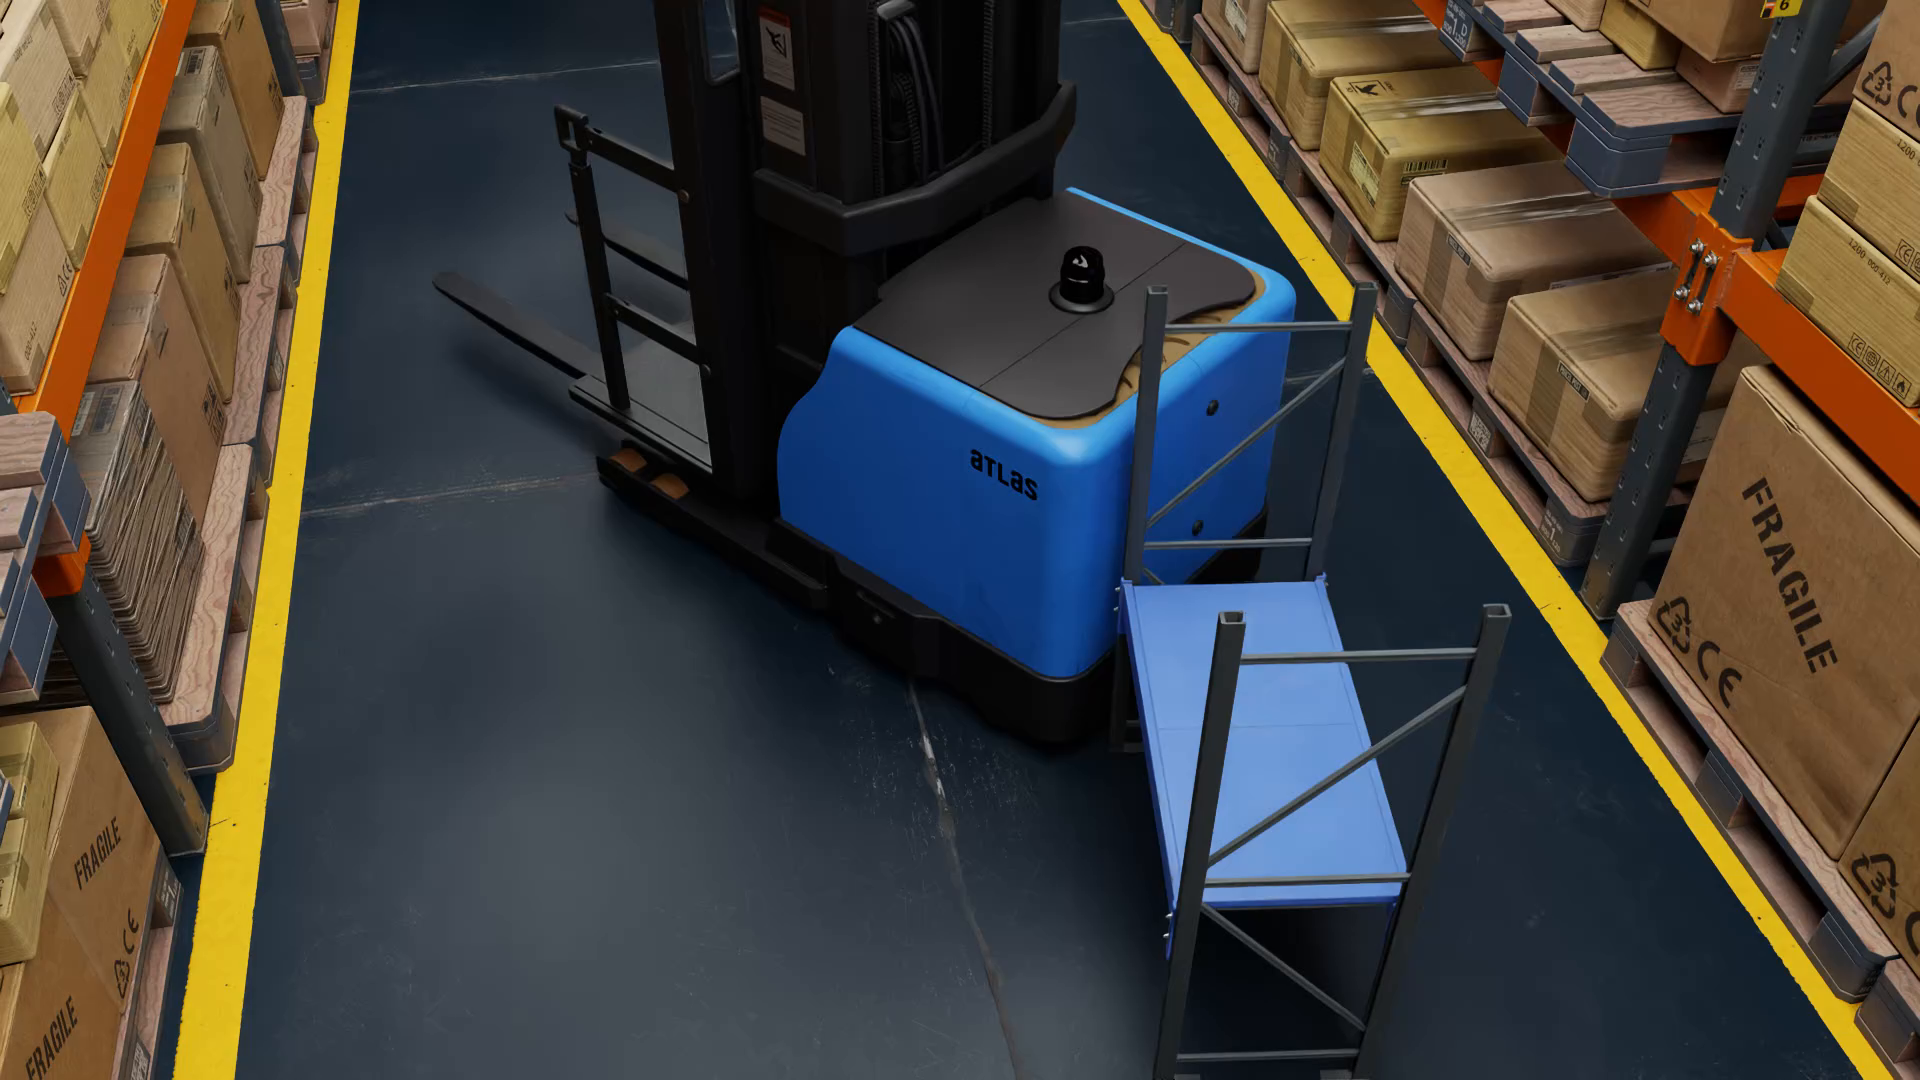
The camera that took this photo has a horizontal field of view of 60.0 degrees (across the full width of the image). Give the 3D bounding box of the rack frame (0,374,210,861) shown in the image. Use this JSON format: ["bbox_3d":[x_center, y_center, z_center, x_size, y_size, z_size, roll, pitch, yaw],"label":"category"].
[{"bbox_3d":[-2.466,-0.271,3.296,1.000,3.000,0.127,-8,42,-9],"label":"rack frame"}]

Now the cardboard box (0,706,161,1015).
[{"bbox_3d":[-2.165,0.750,3.712,0.500,0.500,0.500,-7,42,-8],"label":"cardboard box"}]

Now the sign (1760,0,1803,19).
[{"bbox_3d":[1.852,-1.304,3.647,0.100,0.325,0.005,-8,42,-9],"label":"sign"}]

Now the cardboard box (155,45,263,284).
[{"bbox_3d":[-3.046,-1.292,5.918,0.875,0.625,0.625,-9,42,-10],"label":"cardboard box"}]

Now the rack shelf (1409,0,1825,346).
[{"bbox_3d":[1.948,-2.012,5.799,1.077,0.370,4.000,-8,42,-9],"label":"rack shelf"}]

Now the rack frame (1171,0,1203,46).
[{"bbox_3d":[1.517,-3.577,7.021,1.000,3.000,0.127,-8,42,-9],"label":"rack frame"}]

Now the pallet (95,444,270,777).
[{"bbox_3d":[-2.606,0.233,4.829,1.003,0.211,1.213,-8,42,-9],"label":"pallet"}]

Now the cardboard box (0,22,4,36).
[{"bbox_3d":[-2.386,-1.135,3.706,0.380,0.149,0.250,-7,42,-8],"label":"cardboard box"}]

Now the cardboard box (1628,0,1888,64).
[{"bbox_3d":[2.010,-1.545,4.115,0.500,0.500,0.500,-9,42,-11],"label":"cardboard box"}]

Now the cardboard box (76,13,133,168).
[{"bbox_3d":[-2.545,-1.197,4.452,0.500,0.250,0.500,-10,42,-11],"label":"cardboard box"}]

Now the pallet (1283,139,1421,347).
[{"bbox_3d":[1.953,-1.238,6.485,1.003,0.211,1.213,-8,42,-9],"label":"pallet"}]

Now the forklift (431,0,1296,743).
[{"bbox_3d":[-0.534,-1.380,4.597,3.031,2.935,1.130,30,49,29],"label":"forklift"}]

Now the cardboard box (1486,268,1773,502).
[{"bbox_3d":[2.268,-0.527,5.247,0.950,0.372,0.625,-11,43,-12],"label":"cardboard box"}]

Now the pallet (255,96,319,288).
[{"bbox_3d":[-3.132,-1.349,6.611,1.003,0.211,1.213,-8,42,-9],"label":"pallet"}]

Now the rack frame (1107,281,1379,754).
[{"bbox_3d":[0.657,0.013,4.106,0.500,1.500,0.032,-1,42,-2],"label":"rack frame"}]

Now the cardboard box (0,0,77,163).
[{"bbox_3d":[-2.430,-1.049,3.909,0.500,0.250,0.500,-7,42,-8],"label":"cardboard box"}]

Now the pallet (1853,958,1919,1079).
[{"bbox_3d":[2.736,1.369,3.548,1.003,0.211,1.213,-8,42,-9],"label":"pallet"}]

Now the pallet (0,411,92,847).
[{"bbox_3d":[-2.251,0.230,2.876,1.213,0.211,1.003,-8,42,-9],"label":"pallet"}]

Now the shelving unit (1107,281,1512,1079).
[{"bbox_3d":[0.676,0.350,3.726,0.538,1.500,1.048,-1,42,-2],"label":"shelving unit"}]

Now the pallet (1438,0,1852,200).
[{"bbox_3d":[2.122,-1.360,4.667,1.213,0.211,1.003,-8,42,-9],"label":"pallet"}]

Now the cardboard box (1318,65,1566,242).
[{"bbox_3d":[1.942,-1.496,6.339,0.950,0.372,0.625,-7,42,-8],"label":"cardboard box"}]

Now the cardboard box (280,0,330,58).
[{"bbox_3d":[-3.110,-2.353,7.397,0.500,0.250,0.500,-8,42,-9],"label":"cardboard box"}]

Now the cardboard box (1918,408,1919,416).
[{"bbox_3d":[2.368,-0.245,3.379,0.500,0.250,0.500,-9,42,-11],"label":"cardboard box"}]

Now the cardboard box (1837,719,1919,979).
[{"bbox_3d":[2.636,0.691,3.496,0.875,0.875,0.875,-8,42,-9],"label":"cardboard box"}]

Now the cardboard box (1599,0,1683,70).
[{"bbox_3d":[1.951,-1.390,4.429,0.380,0.149,0.250,-8,42,-9],"label":"cardboard box"}]

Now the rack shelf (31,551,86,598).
[{"bbox_3d":[-2.034,1.295,2.074,1.077,0.370,4.000,-8,42,-9],"label":"rack shelf"}]

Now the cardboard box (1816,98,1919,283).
[{"bbox_3d":[2.248,-0.752,3.574,0.500,0.250,0.500,-9,42,-10],"label":"cardboard box"}]

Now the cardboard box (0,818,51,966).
[{"bbox_3d":[-2.023,0.721,3.257,0.380,0.149,0.250,-10,43,-12],"label":"cardboard box"}]

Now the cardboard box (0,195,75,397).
[{"bbox_3d":[-2.323,-0.537,3.709,0.500,0.250,0.500,-8,42,-9],"label":"cardboard box"}]

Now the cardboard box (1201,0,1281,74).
[{"bbox_3d":[1.632,-2.412,7.371,0.950,0.372,0.625,-8,42,-9],"label":"cardboard box"}]

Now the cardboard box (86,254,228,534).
[{"bbox_3d":[-2.736,-0.369,4.878,0.875,0.625,0.625,-7,42,-8],"label":"cardboard box"}]

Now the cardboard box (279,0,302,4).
[{"bbox_3d":[-3.132,-2.537,7.227,0.500,0.250,0.500,-9,42,-9],"label":"cardboard box"}]
